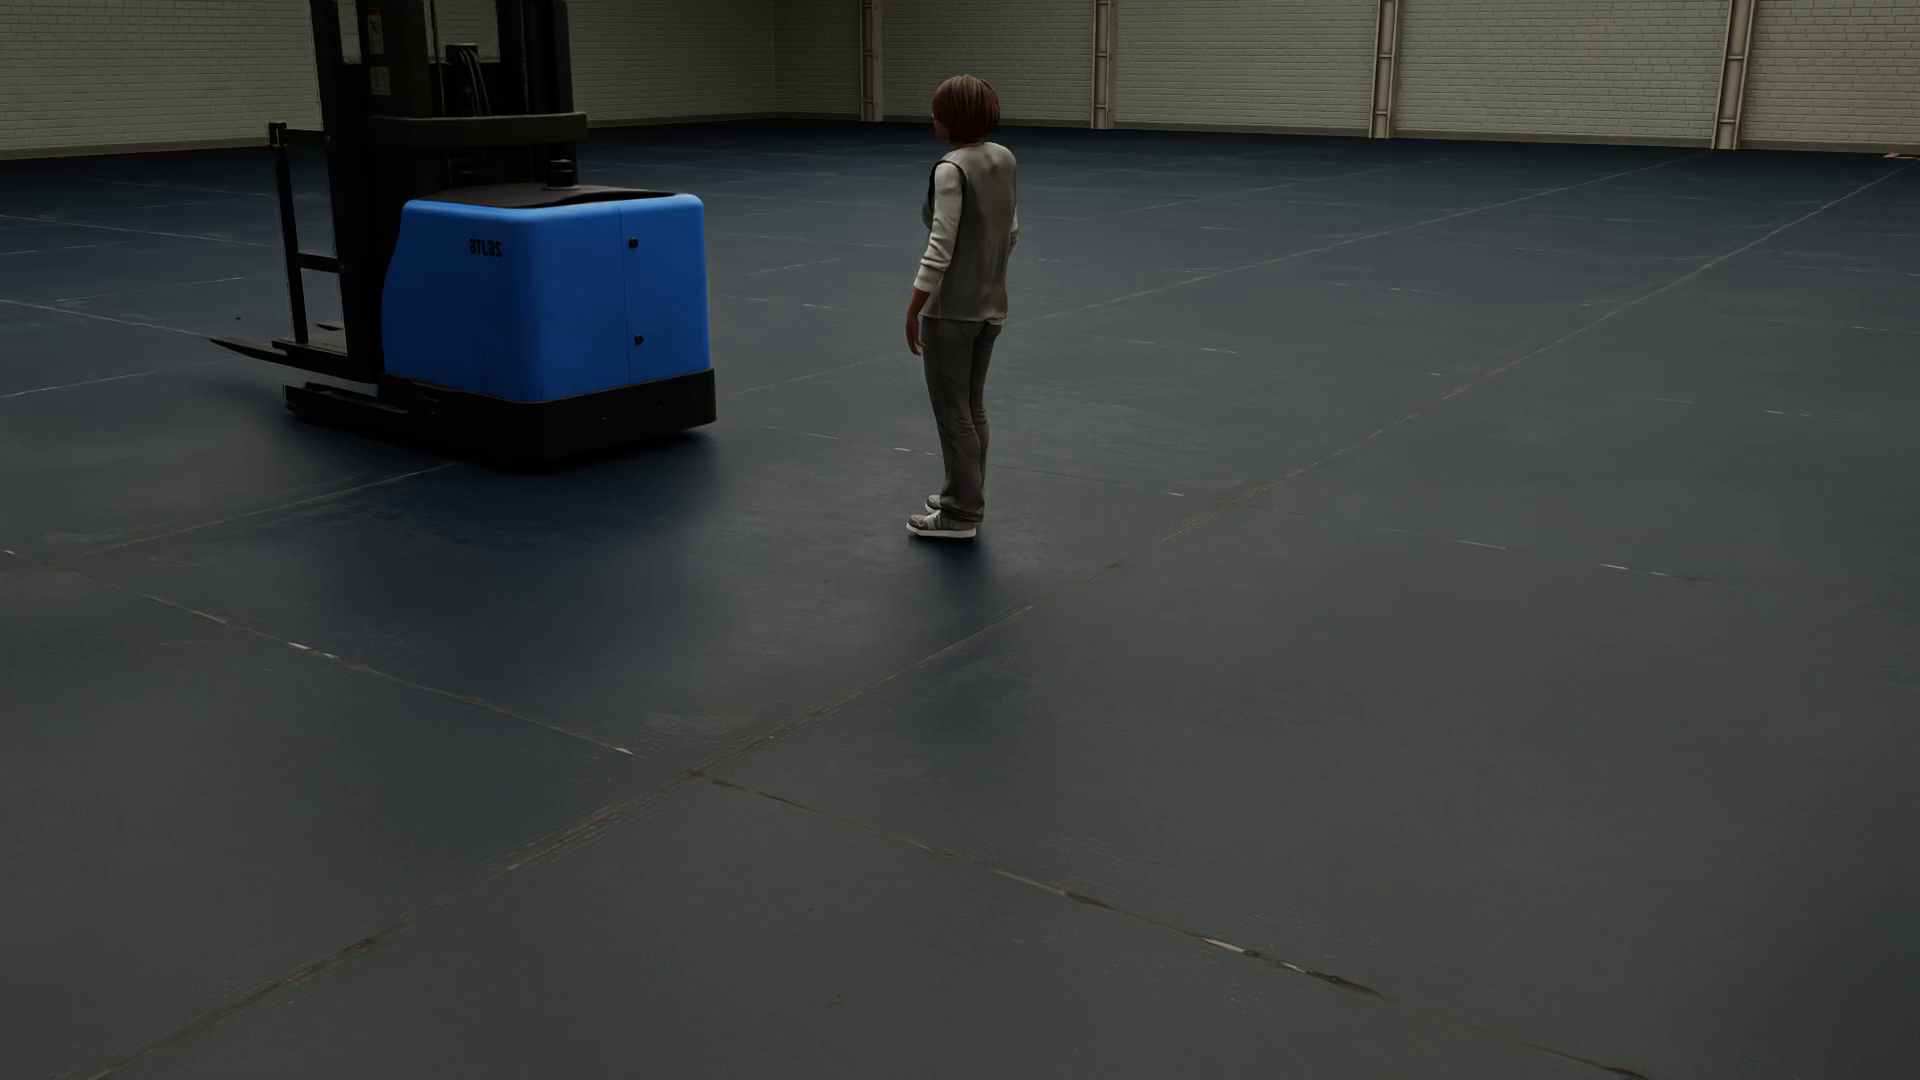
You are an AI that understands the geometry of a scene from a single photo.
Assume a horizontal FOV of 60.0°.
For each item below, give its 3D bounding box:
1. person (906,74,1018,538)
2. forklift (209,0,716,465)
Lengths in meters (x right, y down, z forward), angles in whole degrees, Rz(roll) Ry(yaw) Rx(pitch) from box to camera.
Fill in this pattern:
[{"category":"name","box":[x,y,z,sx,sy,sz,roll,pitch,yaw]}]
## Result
[{"category":"person","box":[-0.053,-0.788,5.769,0.473,1.599,0.520,11,20,33]},{"category":"forklift","box":[-2.554,-2.041,7.659,3.031,2.935,1.130,13,21,38]}]
